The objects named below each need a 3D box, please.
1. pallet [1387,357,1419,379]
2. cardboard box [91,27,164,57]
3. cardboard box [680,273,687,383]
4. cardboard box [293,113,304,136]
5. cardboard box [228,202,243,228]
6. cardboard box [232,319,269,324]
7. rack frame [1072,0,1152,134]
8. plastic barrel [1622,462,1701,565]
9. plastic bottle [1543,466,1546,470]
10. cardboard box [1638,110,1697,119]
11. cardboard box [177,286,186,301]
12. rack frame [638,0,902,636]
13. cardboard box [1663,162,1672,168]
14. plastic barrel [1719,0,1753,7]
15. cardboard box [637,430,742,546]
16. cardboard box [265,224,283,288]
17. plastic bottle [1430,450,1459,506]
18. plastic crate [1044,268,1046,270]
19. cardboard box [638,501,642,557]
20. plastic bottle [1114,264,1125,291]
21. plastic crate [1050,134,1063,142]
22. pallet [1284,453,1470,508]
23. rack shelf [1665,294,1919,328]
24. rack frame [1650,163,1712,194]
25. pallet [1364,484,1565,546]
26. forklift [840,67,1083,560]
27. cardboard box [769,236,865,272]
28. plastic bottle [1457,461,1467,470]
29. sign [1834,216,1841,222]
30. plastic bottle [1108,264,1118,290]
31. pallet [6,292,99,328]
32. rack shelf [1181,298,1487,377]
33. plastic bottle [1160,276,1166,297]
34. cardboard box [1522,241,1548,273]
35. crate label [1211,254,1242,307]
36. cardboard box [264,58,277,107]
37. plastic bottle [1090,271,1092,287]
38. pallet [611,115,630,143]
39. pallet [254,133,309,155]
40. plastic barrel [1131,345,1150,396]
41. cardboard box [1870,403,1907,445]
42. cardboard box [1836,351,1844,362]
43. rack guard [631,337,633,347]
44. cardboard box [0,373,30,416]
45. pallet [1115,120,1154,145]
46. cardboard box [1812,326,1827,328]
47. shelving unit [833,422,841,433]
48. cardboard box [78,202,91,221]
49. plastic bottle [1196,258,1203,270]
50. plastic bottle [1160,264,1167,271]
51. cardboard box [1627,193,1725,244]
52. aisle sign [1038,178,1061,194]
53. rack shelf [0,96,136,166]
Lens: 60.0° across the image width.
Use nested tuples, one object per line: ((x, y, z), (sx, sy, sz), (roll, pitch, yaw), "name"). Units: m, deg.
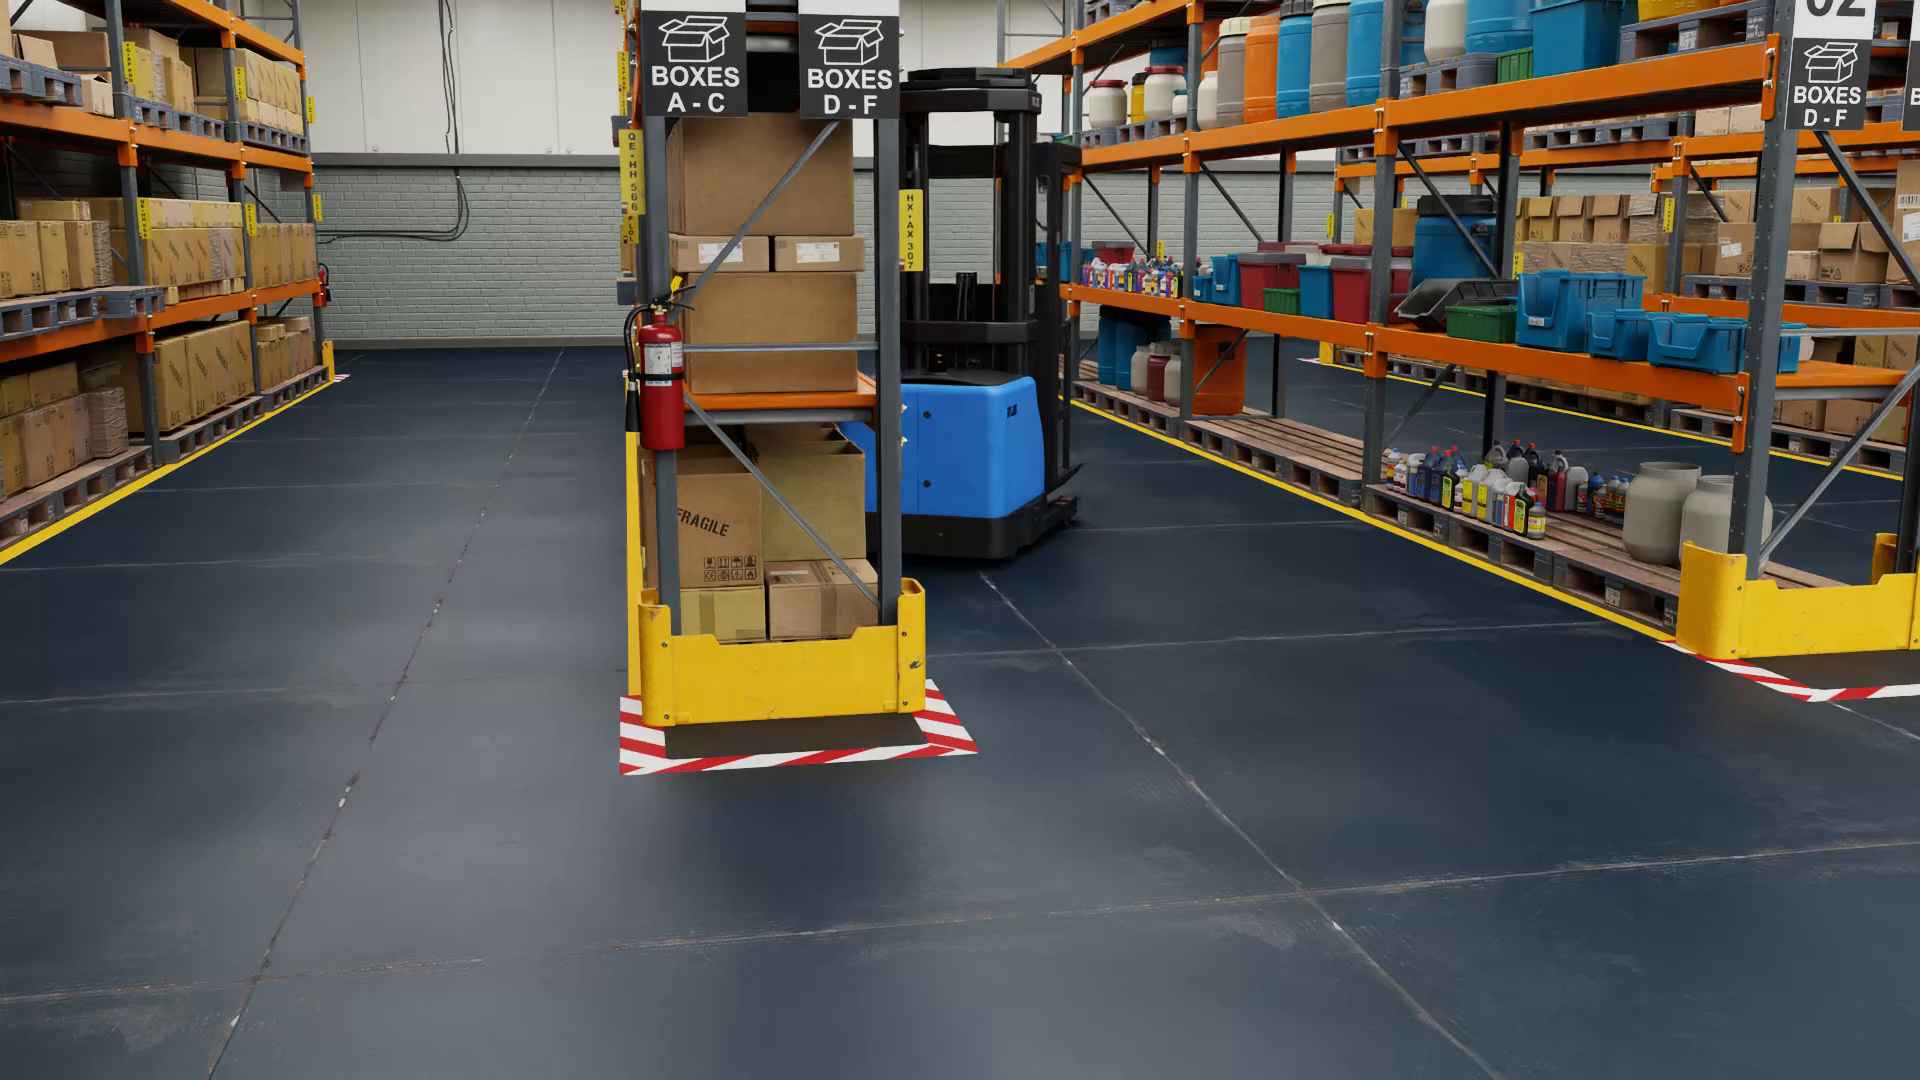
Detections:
((6.327, -2.331, 22.376), (1.003, 0.211, 1.213), (-2, 11, -11), "pallet")
((-7.773, -4.634, 15.548), (0.500, 0.250, 0.500), (-2, 11, -13), "cardboard box")
((-0.931, -1.005, 7.686), (0.700, 0.500, 0.500), (-2, 11, -10), "cardboard box")
((-8.313, -5.058, 20.235), (0.500, 0.250, 0.500), (-2, 11, -9), "cardboard box")
((-7.596, -3.291, 16.840), (0.500, 0.250, 0.500), (-2, 11, -10), "cardboard box")
((-8.554, -2.576, 20.037), (0.380, 0.149, 0.250), (-2, 11, -11), "cardboard box")
((1.780, -6.101, 18.683), (1.000, 3.000, 0.127), (-2, 11, -11), "rack frame")
((3.814, -0.147, 8.976), (0.421, 0.512, 0.421), (0, 11, 0), "plastic barrel")
((3.854, -0.397, 10.848), (0.061, 0.283, 0.133), (-1, 11, -7), "plastic bottle")
((7.227, -4.440, 16.580), (0.797, 0.503, 0.637), (-1, 11, -8), "cardboard box")
((-7.274, -2.250, 15.114), (0.380, 0.149, 0.250), (-2, 11, -10), "cardboard box")
((-0.745, -0.773, 6.738), (1.000, 3.000, 0.127), (-2, 11, -11), "rack frame")
((10.582, -5.538, 24.147), (0.500, 0.250, 0.500), (-2, 11, -9), "cardboard box")
((3.895, -2.928, 7.765), (0.600, 0.830, 0.708), (-2, 11, -11), "plastic barrel")
((-1.351, -0.268, 8.306), (0.500, 0.500, 0.500), (-2, 11, -11), "cardboard box")
((-8.164, -3.175, 18.553), (0.980, 0.700, 0.700), (-2, 11, -12), "cardboard box")
((3.123, -0.404, 10.702), (0.144, 0.351, 0.185), (-3, 11, -13), "plastic bottle")
((1.299, -3.244, 20.291), (0.437, 0.125, 0.590), (-2, 11, -11), "plastic crate")
((-1.546, -0.083, 9.340), (0.500, 0.250, 0.500), (-2, 11, -11), "cardboard box")
((1.722, -2.782, 17.621), (0.152, 0.276, 0.135), (-2, 11, -11), "plastic bottle")
((1.290, -4.700, 19.795), (0.416, 0.233, 0.300), (-2, 11, -11), "plastic crate")
((3.145, -0.459, 12.545), (1.003, 0.211, 1.213), (-2, 11, -11), "pallet")
((7.805, -1.880, 14.476), (1.077, 0.370, 4.000), (-2, 11, -11), "rack shelf")
((10.745, -4.229, 24.895), (1.000, 3.000, 0.127), (-2, 11, -11), "rack frame")
((3.426, -0.192, 11.140), (1.003, 0.211, 1.213), (-2, 11, -11), "pallet")
((0.175, -1.553, 11.016), (1.130, 2.935, 3.031), (3, 11, 16), "forklift")
((-0.611, -1.221, 7.087), (0.380, 0.149, 0.250), (-2, 11, -11), "cardboard box")
((3.233, -0.377, 10.775), (0.097, 0.271, 0.097), (0, 11, 0), "plastic bottle")
((10.993, -3.900, 20.848), (0.100, 0.325, 0.005), (-2, 11, -11), "sign")
((1.676, -2.824, 17.844), (0.152, 0.276, 0.135), (-2, 11, -11), "plastic bottle")
((-6.735, -1.604, 11.615), (1.003, 0.211, 1.213), (-2, 11, -11), "pallet")
((2.947, -1.700, 13.529), (1.077, 0.370, 4.000), (-2, 11, -11), "rack shelf")
((1.993, -2.463, 16.147), (0.097, 0.201, 0.097), (0, 11, 0), "plastic bottle")
((6.678, -3.106, 18.723), (0.500, 0.500, 0.500), (-2, 11, -12), "cardboard box")
((2.486, -2.245, 14.377), (0.502, 0.435, 0.616), (-2, 11, -11), "crate label")
((-8.009, -5.143, 18.675), (0.500, 0.500, 0.500), (-2, 11, -11), "cardboard box")
((1.499, -2.928, 18.591), (0.097, 0.201, 0.097), (0, 11, 0), "plastic bottle")
((-2.817, -4.043, 16.397), (1.213, 0.211, 1.003), (-2, 11, -11), "pallet")
((-8.561, -4.821, 20.220), (1.003, 0.211, 1.213), (-2, 11, -11), "pallet")
((2.029, -1.801, 17.666), (0.421, 0.512, 0.421), (0, 11, 0), "plastic barrel")
((8.022, -1.056, 13.733), (0.700, 0.500, 0.500), (-2, 11, -11), "cardboard box")
((11.716, -2.429, 21.936), (0.380, 0.149, 0.250), (-2, 11, -9), "cardboard box")
((-3.843, -2.466, 22.316), (1.175, 0.500, 0.348), (-2, 11, -11), "rack guard")
((-6.735, -0.993, 11.395), (0.500, 0.250, 0.500), (-2, 11, -13), "cardboard box")
((2.252, -4.186, 17.152), (1.003, 0.211, 1.213), (-2, 11, -11), "pallet")
((11.567, -2.762, 22.095), (0.380, 0.149, 0.250), (-2, 11, -12), "cardboard box")
((-0.814, -0.497, 10.079), (0.189, 1.200, 0.258), (-2, -13, -9), "shelving unit")
((-7.063, -2.582, 13.059), (0.380, 0.149, 0.250), (-4, 11, -18), "cardboard box")
((2.494, -2.771, 17.364), (0.144, 0.351, 0.185), (-2, 11, -11), "plastic bottle")
((2.224, -2.863, 18.058), (0.097, 0.271, 0.097), (0, 11, 0), "plastic bottle")
((7.290, -3.277, 16.940), (0.797, 0.503, 0.637), (-2, 11, -9), "cardboard box")
((1.275, -5.188, 22.980), (0.394, 0.787, 0.004), (-2, 11, -11), "aisle sign")
((-6.771, -2.813, 11.356), (1.077, 0.370, 4.000), (-2, 11, -11), "rack shelf")
